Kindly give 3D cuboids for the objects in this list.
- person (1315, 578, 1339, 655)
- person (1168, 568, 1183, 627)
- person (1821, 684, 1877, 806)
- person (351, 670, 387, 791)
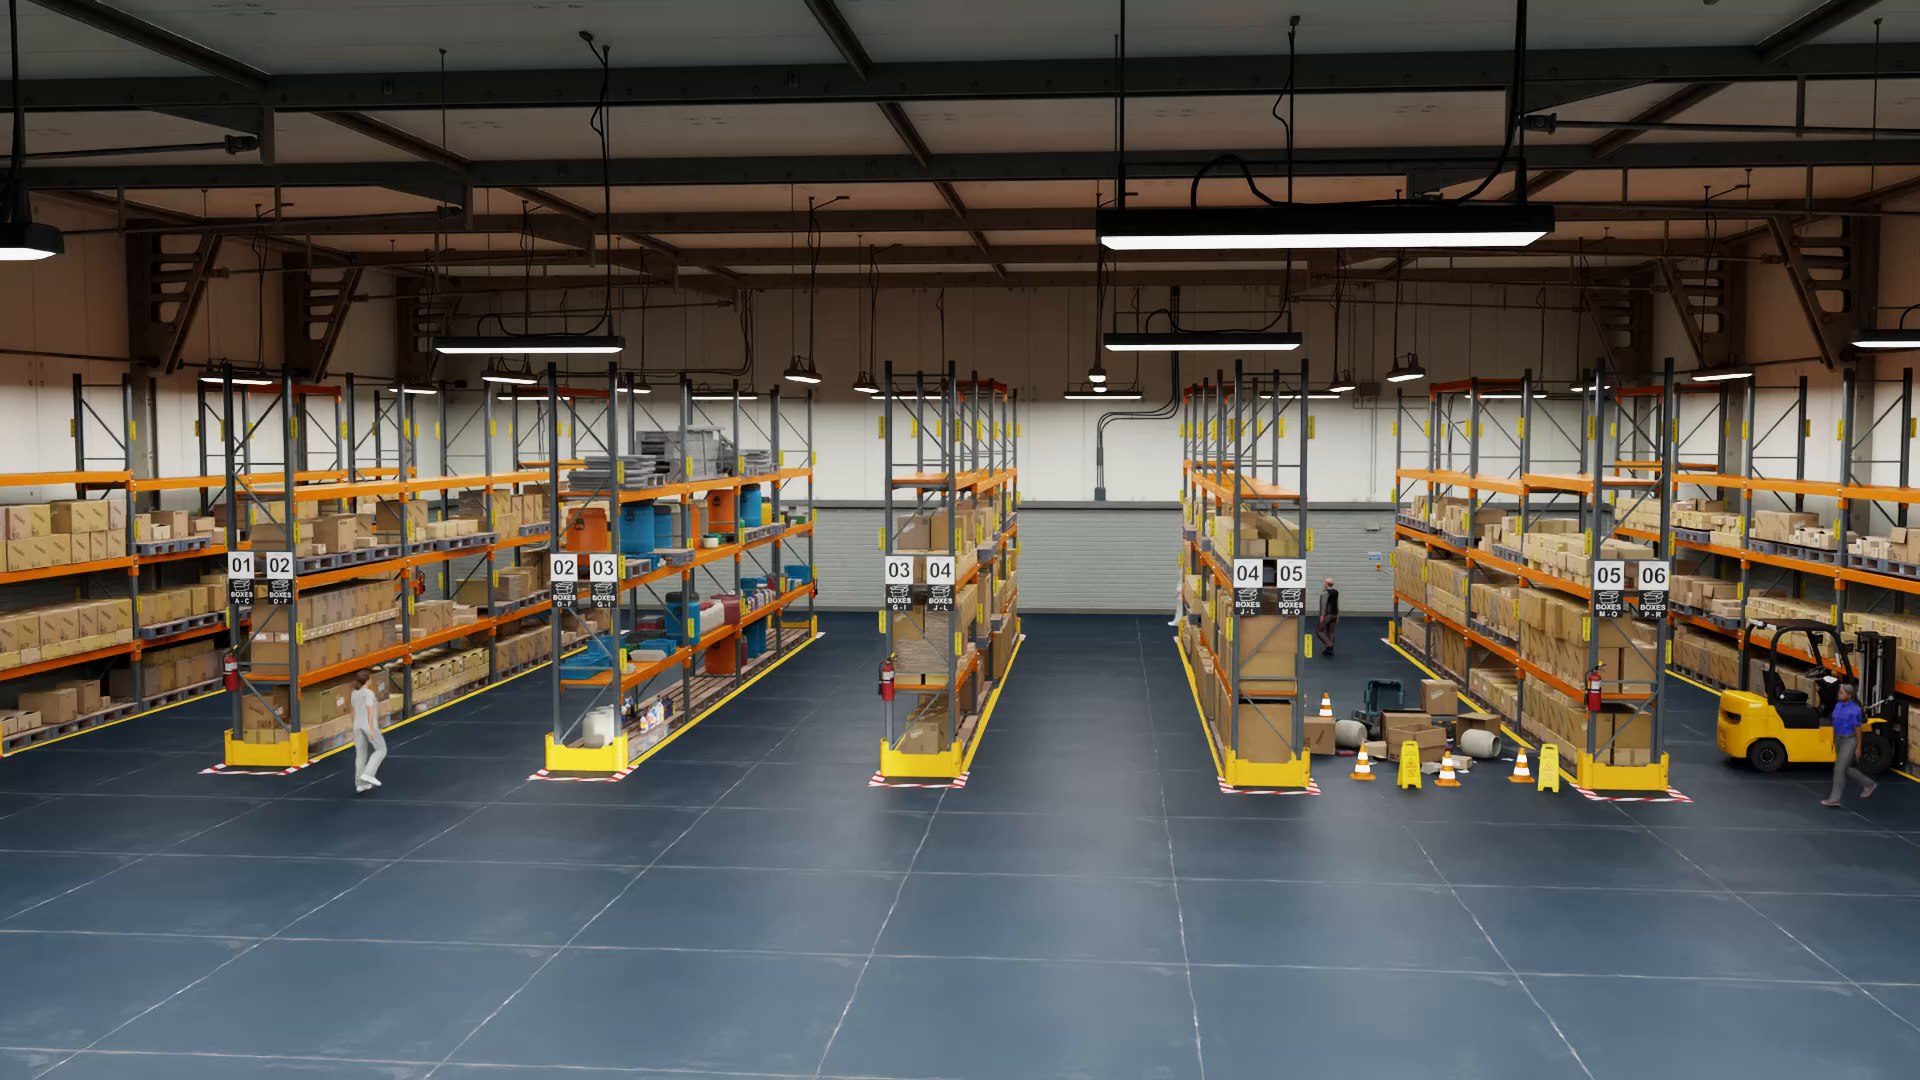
[{"bbox_3d":[8.236,1.709,37.023,0.570,1.723,0.468,-3,5,-38],"label":"person"},{"bbox_3d":[5.826,1.334,42.497,1.111,1.736,0.542,0,4,-7],"label":"person"},{"bbox_3d":[11.888,2.718,22.202,0.884,1.616,0.464,-1,4,-8],"label":"person"},{"bbox_3d":[-8.277,2.641,23.133,0.498,1.659,0.457,1,4,15],"label":"person"}]
